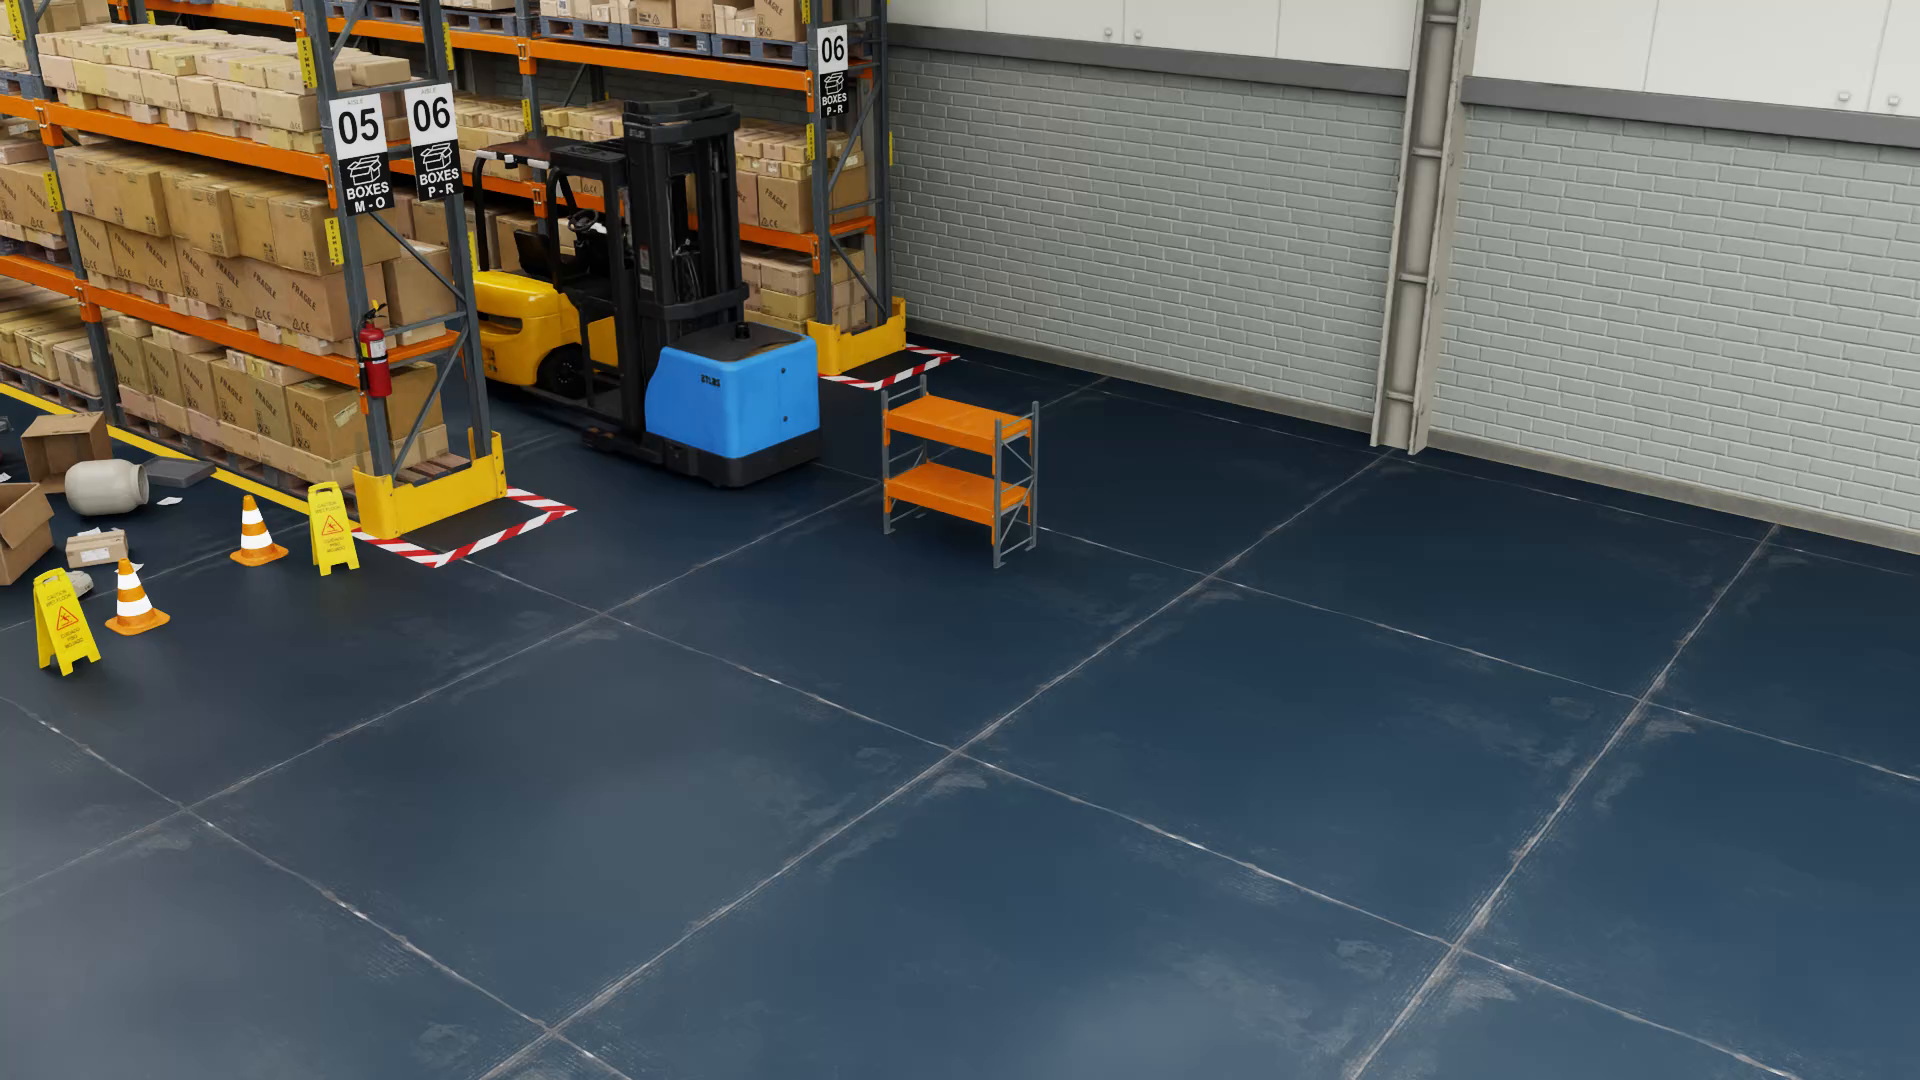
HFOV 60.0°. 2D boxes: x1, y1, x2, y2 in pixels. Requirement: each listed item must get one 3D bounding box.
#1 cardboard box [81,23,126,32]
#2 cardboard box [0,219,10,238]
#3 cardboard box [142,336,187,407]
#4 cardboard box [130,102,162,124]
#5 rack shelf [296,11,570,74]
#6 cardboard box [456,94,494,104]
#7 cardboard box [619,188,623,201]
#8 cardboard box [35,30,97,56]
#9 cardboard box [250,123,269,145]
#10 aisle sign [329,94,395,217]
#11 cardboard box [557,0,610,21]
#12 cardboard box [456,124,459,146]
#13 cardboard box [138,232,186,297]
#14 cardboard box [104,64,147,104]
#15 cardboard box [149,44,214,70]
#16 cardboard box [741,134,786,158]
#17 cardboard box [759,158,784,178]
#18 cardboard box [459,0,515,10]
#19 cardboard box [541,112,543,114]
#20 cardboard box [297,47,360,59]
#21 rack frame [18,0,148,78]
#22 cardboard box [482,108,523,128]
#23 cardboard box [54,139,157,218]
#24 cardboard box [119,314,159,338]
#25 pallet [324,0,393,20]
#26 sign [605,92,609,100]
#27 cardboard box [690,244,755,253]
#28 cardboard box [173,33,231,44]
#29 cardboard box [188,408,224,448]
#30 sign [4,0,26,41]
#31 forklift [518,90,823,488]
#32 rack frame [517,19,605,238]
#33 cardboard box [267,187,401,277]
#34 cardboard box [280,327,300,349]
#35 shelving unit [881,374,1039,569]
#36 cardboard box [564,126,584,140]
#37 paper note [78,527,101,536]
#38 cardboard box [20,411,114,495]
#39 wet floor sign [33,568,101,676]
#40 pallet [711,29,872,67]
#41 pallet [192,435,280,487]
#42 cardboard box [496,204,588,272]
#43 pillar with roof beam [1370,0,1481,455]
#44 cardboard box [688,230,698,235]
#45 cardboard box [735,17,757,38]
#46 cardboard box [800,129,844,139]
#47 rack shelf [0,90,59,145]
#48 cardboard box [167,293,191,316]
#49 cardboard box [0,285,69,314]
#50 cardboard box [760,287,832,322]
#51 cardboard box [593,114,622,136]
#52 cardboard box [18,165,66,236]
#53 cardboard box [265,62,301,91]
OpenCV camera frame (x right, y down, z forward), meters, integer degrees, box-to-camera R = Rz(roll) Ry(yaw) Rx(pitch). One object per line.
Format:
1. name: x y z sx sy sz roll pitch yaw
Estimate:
1. cardboard box: -7.428 -4.309 14.405 0.500 0.250 0.500 16 28 32
2. cardboard box: -8.413 -2.835 14.906 0.250 0.149 0.380 17 29 34
3. cardboard box: -6.456 -1.464 13.962 0.500 0.500 0.500 18 30 35
4. cardboard box: -6.120 -3.305 12.773 0.250 0.149 0.380 16 28 32
5. rack shelf: -5.828 -5.671 18.724 4.000 0.370 1.077 17 29 33
6. cardboard box: -5.572 -5.025 19.156 0.250 0.149 0.380 17 29 34
7. cardboard box: -3.196 -3.756 17.081 0.500 0.500 0.500 16 29 33
8. cardboard box: -7.145 -3.983 13.323 0.250 0.149 0.380 16 29 32
9. cardboard box: -4.865 -2.953 11.975 0.250 0.149 0.380 18 29 35
10. aisle sign: -4.125 -2.656 11.484 0.004 0.787 0.394 17 29 33
11. cardboard box: -3.708 -5.434 16.760 0.500 0.311 0.500 18 29 34
12. cardboard box: -5.595 -4.588 18.660 0.500 0.250 0.500 17 29 34
13. cardboard box: -6.207 -2.288 13.380 0.500 0.500 0.500 17 29 33
14. cardboard box: -6.202 -3.540 12.813 0.500 0.250 0.500 17 29 34
15. cardboard box: -5.852 -3.634 12.530 0.250 0.149 0.380 17 29 34
16. cardboard box: -1.881 -3.779 15.959 0.250 0.149 0.380 18 29 34
17. cardboard box: -1.694 -3.565 15.844 0.250 0.149 0.380 17 29 34
18. cardboard box: -4.953 -5.811 17.614 0.500 0.311 0.500 16 28 32
19. cardboard box: -4.380 -4.641 18.285 0.250 0.149 0.380 16 28 32
20. cardboard box: -4.693 -3.570 12.385 0.250 0.149 0.380 17 29 33
21. rack frame: -7.201 -5.287 13.240 0.127 3.000 1.000 17 29 33
22. cardboard box: -5.015 -4.631 18.262 0.250 0.149 0.380 17 29 33
23. cardboard box: -6.979 -3.005 13.768 0.500 0.500 0.700 16 29 33
24. cardboard box: -6.827 -1.836 14.003 0.250 0.149 0.380 17 29 34
25. pallet: -6.831 -6.263 19.408 1.003 0.211 1.213 18 30 36
26. sign: -3.896 -4.756 18.303 0.005 0.325 0.100 17 29 33
27. cardboard box: -2.404 -2.820 16.729 0.500 0.250 0.500 17 29 34
28. cardboard box: -5.974 -3.911 13.160 0.250 0.149 0.380 16 28 32
29. cardboard box: -6.031 -0.993 13.824 0.500 0.250 0.500 16 29 33
30. sign: -7.531 -4.151 13.253 0.005 0.325 0.100 17 29 33
31. forklift: -2.601 -2.228 13.821 3.031 2.935 1.130 18 30 36
32. rack frame: -4.227 -4.144 18.086 0.127 3.000 1.000 17 29 33
33. cardboard box: -4.540 -2.267 12.093 0.500 0.500 0.700 16 28 32
34. cardboard box: -4.890 -1.575 12.568 0.250 0.149 0.380 16 29 32
35. shelving unit: -0.005 -0.516 12.178 1.048 1.125 0.538 17 29 33
36. cardboard box: -3.922 -4.263 17.427 0.250 0.149 0.380 18 29 34
37. paper note: -6.541 -0.051 12.493 0.148 0.019 0.142 -15 28 -30
38. cardboard box: -7.160 -0.701 13.369 0.500 0.500 0.500 -5 24 -12
39. wet floor sign: -5.678 0.492 10.483 0.232 0.644 0.267 12 26 24
40. pallet: -1.577 -4.689 15.711 1.213 0.211 1.003 17 29 33
41. pallet: -5.662 -0.820 14.000 1.213 0.211 1.003 17 29 33
42. cardboard box: -4.652 -3.372 18.759 0.625 0.625 0.875 18 30 36
43. pillar with roof beam: 1.176 -3.542 9.278 0.400 9.000 9.100 17 29 33
44. cardboard box: -2.499 -3.116 17.402 0.500 0.250 0.500 16 28 32
45. cardboard box: -1.872 -4.775 15.465 0.250 0.149 0.380 16 28 32
46. cardboard box: -1.342 -3.890 16.213 0.250 0.149 0.380 18 29 35
47. rack shelf: -8.802 -4.069 15.088 4.000 0.370 1.077 17 29 33
48. cardboard box: -6.124 -1.935 13.384 0.250 0.149 0.380 17 29 34
49. cardboard box: -9.361 -2.183 16.374 0.625 0.372 0.950 16 28 32
50. cardboard box: -1.604 -2.357 16.298 0.500 0.250 0.500 16 29 33
51. cardboard box: -3.533 -4.262 17.056 0.250 0.149 0.380 18 29 34
52. cardboard box: -7.709 -2.954 14.370 0.500 0.500 0.500 16 29 32
53. cardboard box: -4.632 -3.259 11.679 0.250 0.149 0.380 17 29 34
